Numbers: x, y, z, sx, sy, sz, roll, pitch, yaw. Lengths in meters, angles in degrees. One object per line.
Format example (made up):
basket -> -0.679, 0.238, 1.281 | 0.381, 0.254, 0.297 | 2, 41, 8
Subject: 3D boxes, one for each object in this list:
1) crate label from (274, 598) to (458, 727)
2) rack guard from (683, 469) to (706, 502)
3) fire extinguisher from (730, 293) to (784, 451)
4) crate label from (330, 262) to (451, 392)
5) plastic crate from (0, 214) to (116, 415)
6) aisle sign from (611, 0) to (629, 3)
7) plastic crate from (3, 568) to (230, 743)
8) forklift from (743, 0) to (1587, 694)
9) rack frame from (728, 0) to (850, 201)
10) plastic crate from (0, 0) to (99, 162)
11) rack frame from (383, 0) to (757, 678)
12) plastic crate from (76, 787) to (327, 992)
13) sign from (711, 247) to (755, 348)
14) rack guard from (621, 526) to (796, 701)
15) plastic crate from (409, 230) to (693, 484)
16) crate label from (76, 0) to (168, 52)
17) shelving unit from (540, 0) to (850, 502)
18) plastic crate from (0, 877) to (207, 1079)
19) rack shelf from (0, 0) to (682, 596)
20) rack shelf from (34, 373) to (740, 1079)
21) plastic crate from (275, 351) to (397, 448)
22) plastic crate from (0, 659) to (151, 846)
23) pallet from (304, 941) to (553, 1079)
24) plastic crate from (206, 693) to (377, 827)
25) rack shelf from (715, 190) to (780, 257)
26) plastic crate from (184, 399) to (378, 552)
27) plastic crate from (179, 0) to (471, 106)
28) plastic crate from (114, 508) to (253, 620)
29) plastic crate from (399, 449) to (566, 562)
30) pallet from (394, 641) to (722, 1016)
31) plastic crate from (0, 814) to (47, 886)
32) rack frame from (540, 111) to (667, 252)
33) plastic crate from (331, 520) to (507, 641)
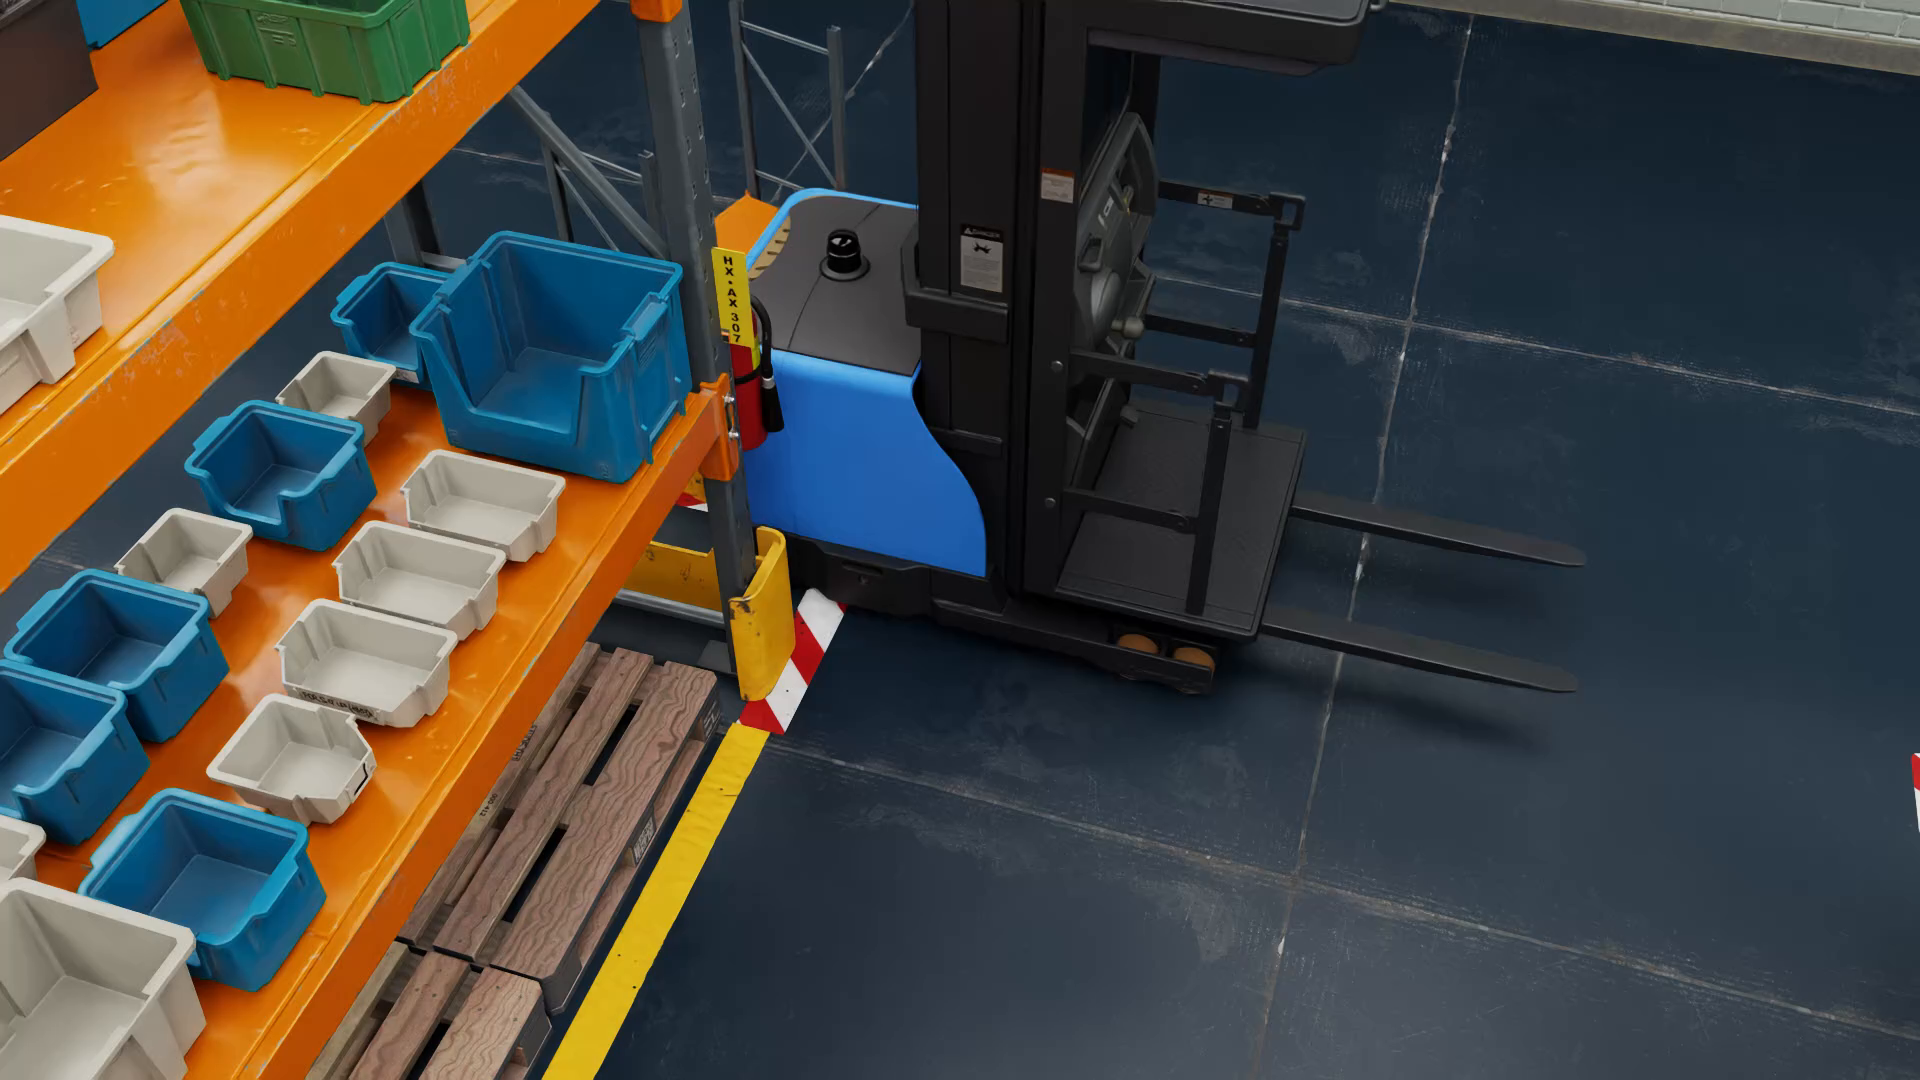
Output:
crate label -> -1.404, 0.308, 3.937 | 0.396, 0.136, 0.243 | 13, 46, 13
rack guard -> -1.195, -0.367, 6.446 | 0.587, 0.250, 0.087 | 25, 50, 23
fire extinguisher -> -0.688, -0.571, 5.011 | 0.296, 0.674, 0.183 | 13, 46, 13
crate label -> -1.556, -0.595, 4.790 | 0.416, 0.233, 0.303 | 13, 46, 13
plastic crate -> -1.556, -0.276, 2.431 | 0.437, 0.136, 0.530 | 13, 46, 13
aisle sign -> -0.866, -1.643, 3.926 | 0.394, 0.787, 0.004 | 13, 46, 13
plastic crate -> -1.954, 0.283, 3.893 | 0.416, 0.233, 0.300 | 13, 46, 13
forklift -> 0.673, -0.940, 5.115 | 3.031, 2.935, 1.130 | 13, 46, 13
rack frame -> -0.644, -1.395, 6.603 | 0.500, 1.500, 0.032 | 25, 50, 23
plastic crate -> -1.892, -0.818, 2.841 | 0.504, 0.338, 0.767 | 13, 46, 13
rack frame -> -1.167, -0.728, 4.849 | 1.000, 3.000, 0.127 | 13, 46, 13
plastic crate -> -1.545, 0.734, 3.432 | 0.416, 0.233, 0.300 | 13, 46, 13
sign -> -0.638, -0.681, 4.684 | 0.100, 0.325, 0.005 | 13, 46, 13
rack guard -> -1.172, 0.147, 5.743 | 1.175, 0.500, 0.348 | 13, 46, 13
plastic crate -> -1.091, -0.499, 4.547 | 0.616, 0.435, 0.499 | 13, 46, 13
crate label -> -1.755, -1.200, 3.294 | 0.408, 0.251, 0.502 | 13, 46, 13
shelving unit -> -0.920, -1.104, 6.305 | 0.587, 1.500, 1.083 | 25, 50, 23
plastic crate -> -1.741, 0.980, 3.145 | 0.437, 0.282, 0.530 | 13, 46, 13
rack shelf -> -1.773, -0.210, 2.689 | 1.077, 0.370, 4.000 | 13, 46, 13
rack shelf -> -1.773, 0.862, 3.739 | 1.077, 0.370, 4.000 | 13, 46, 13
plastic crate -> -1.732, -0.364, 4.623 | 0.250, 0.136, 0.298 | 13, 46, 13
plastic crate -> -2.045, 0.483, 3.689 | 0.416, 0.233, 0.300 | 13, 46, 13
pallet -> -1.825, 1.621, 4.443 | 1.003, 0.211, 1.213 | 13, 46, 13
plastic crate -> -1.476, 0.509, 3.731 | 0.298, 0.136, 0.250 | 13, 46, 13
rack shelf -> -0.925, -0.970, 6.426 | 0.538, 0.185, 1.000 | 25, 50, 23
plastic crate -> -1.755, -0.156, 4.342 | 0.416, 0.233, 0.300 | 13, 46, 13
plastic crate -> -1.194, -1.006, 3.141 | 0.450, 0.188, 0.336 | 13, 46, 13
plastic crate -> -1.937, 0.088, 4.161 | 0.250, 0.136, 0.298 | 13, 46, 13
plastic crate -> -1.242, -0.073, 4.326 | 0.396, 0.136, 0.243 | 13, 46, 13
pallet -> -1.454, 0.810, 5.271 | 1.003, 0.211, 1.213 | 13, 46, 13
plastic crate -> -2.138, 0.787, 3.447 | 0.293, 0.136, 0.466 | 13, 46, 13
rack frame -> -1.206, -0.802, 5.997 | 0.500, 1.500, 0.032 | 25, 50, 23
plastic crate -> -1.343, 0.117, 4.132 | 0.396, 0.136, 0.243 | 13, 46, 13
